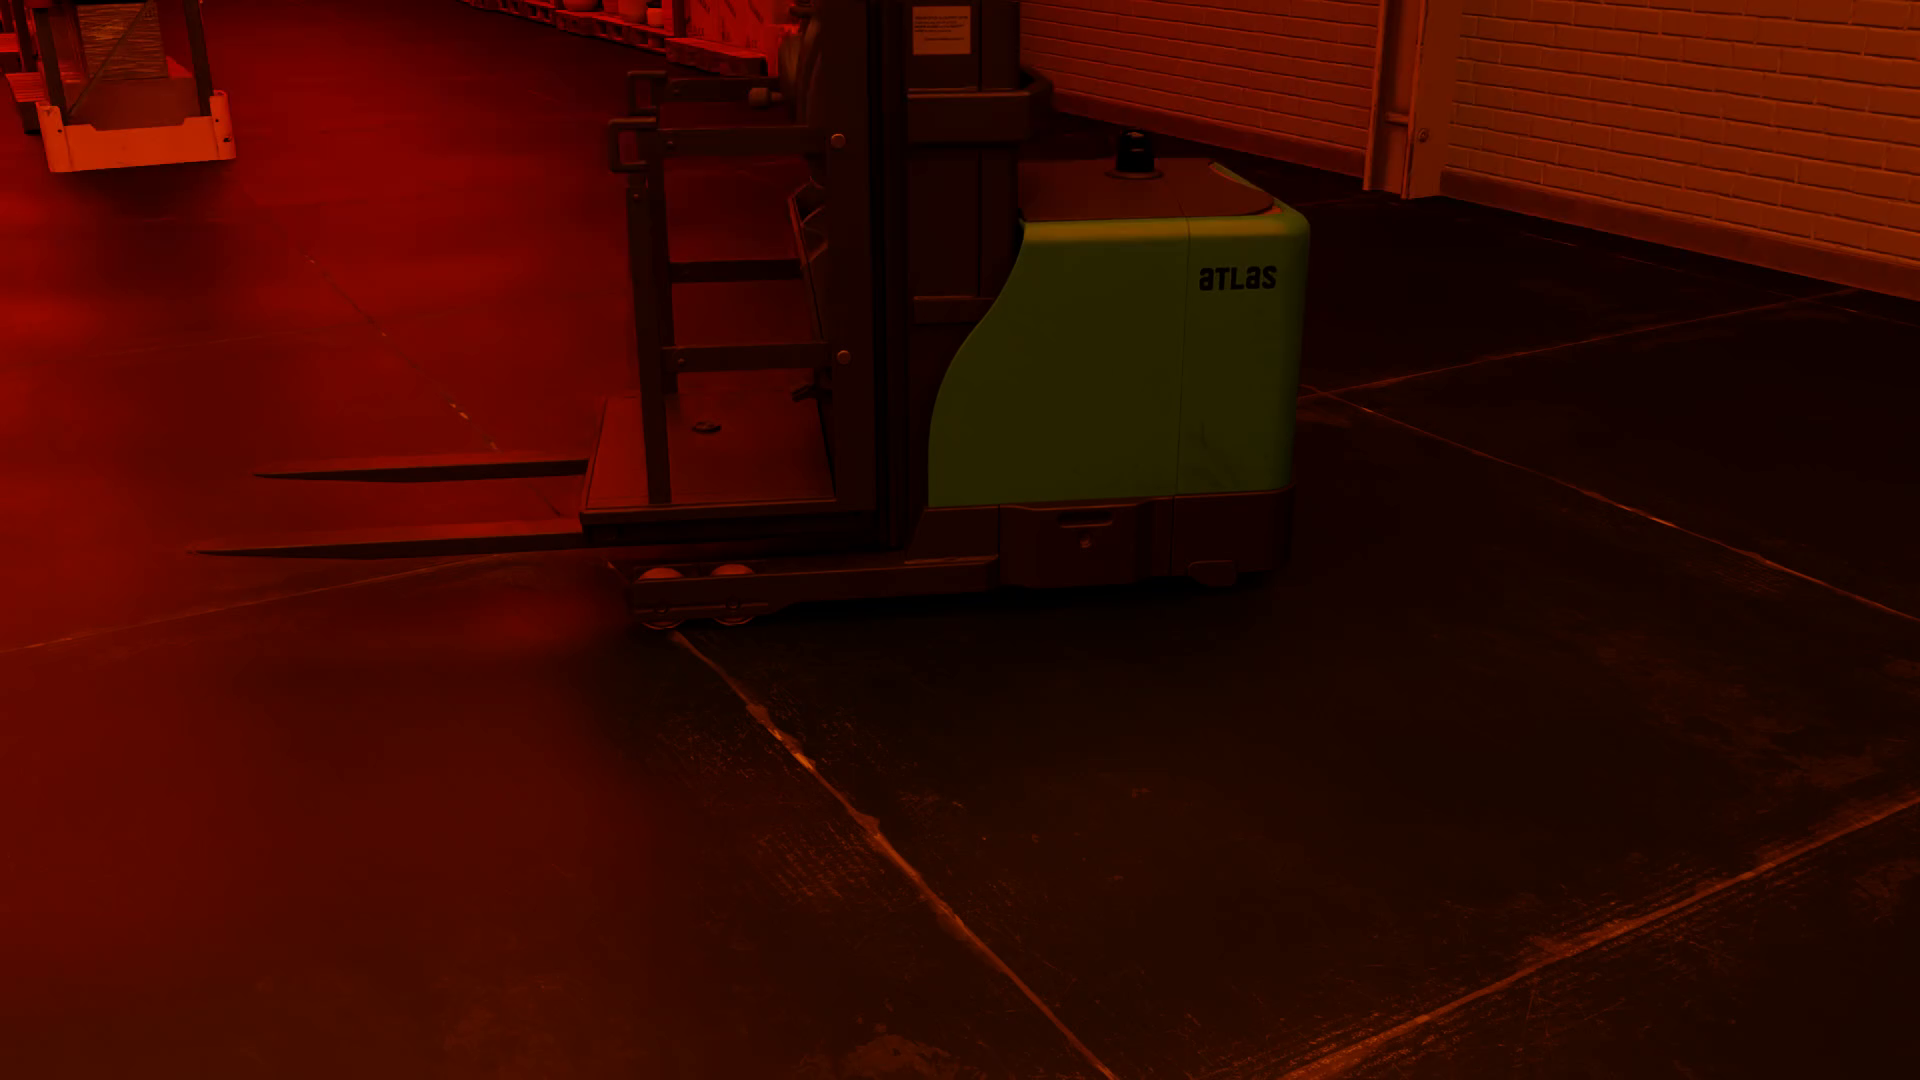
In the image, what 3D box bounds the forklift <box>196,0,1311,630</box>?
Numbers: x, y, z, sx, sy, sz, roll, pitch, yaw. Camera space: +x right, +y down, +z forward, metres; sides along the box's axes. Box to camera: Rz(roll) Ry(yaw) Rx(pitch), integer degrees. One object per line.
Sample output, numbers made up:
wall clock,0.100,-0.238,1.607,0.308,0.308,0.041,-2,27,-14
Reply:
forklift,-0.604,-1.324,4.501,3.031,2.935,1.130,-3,22,-7
